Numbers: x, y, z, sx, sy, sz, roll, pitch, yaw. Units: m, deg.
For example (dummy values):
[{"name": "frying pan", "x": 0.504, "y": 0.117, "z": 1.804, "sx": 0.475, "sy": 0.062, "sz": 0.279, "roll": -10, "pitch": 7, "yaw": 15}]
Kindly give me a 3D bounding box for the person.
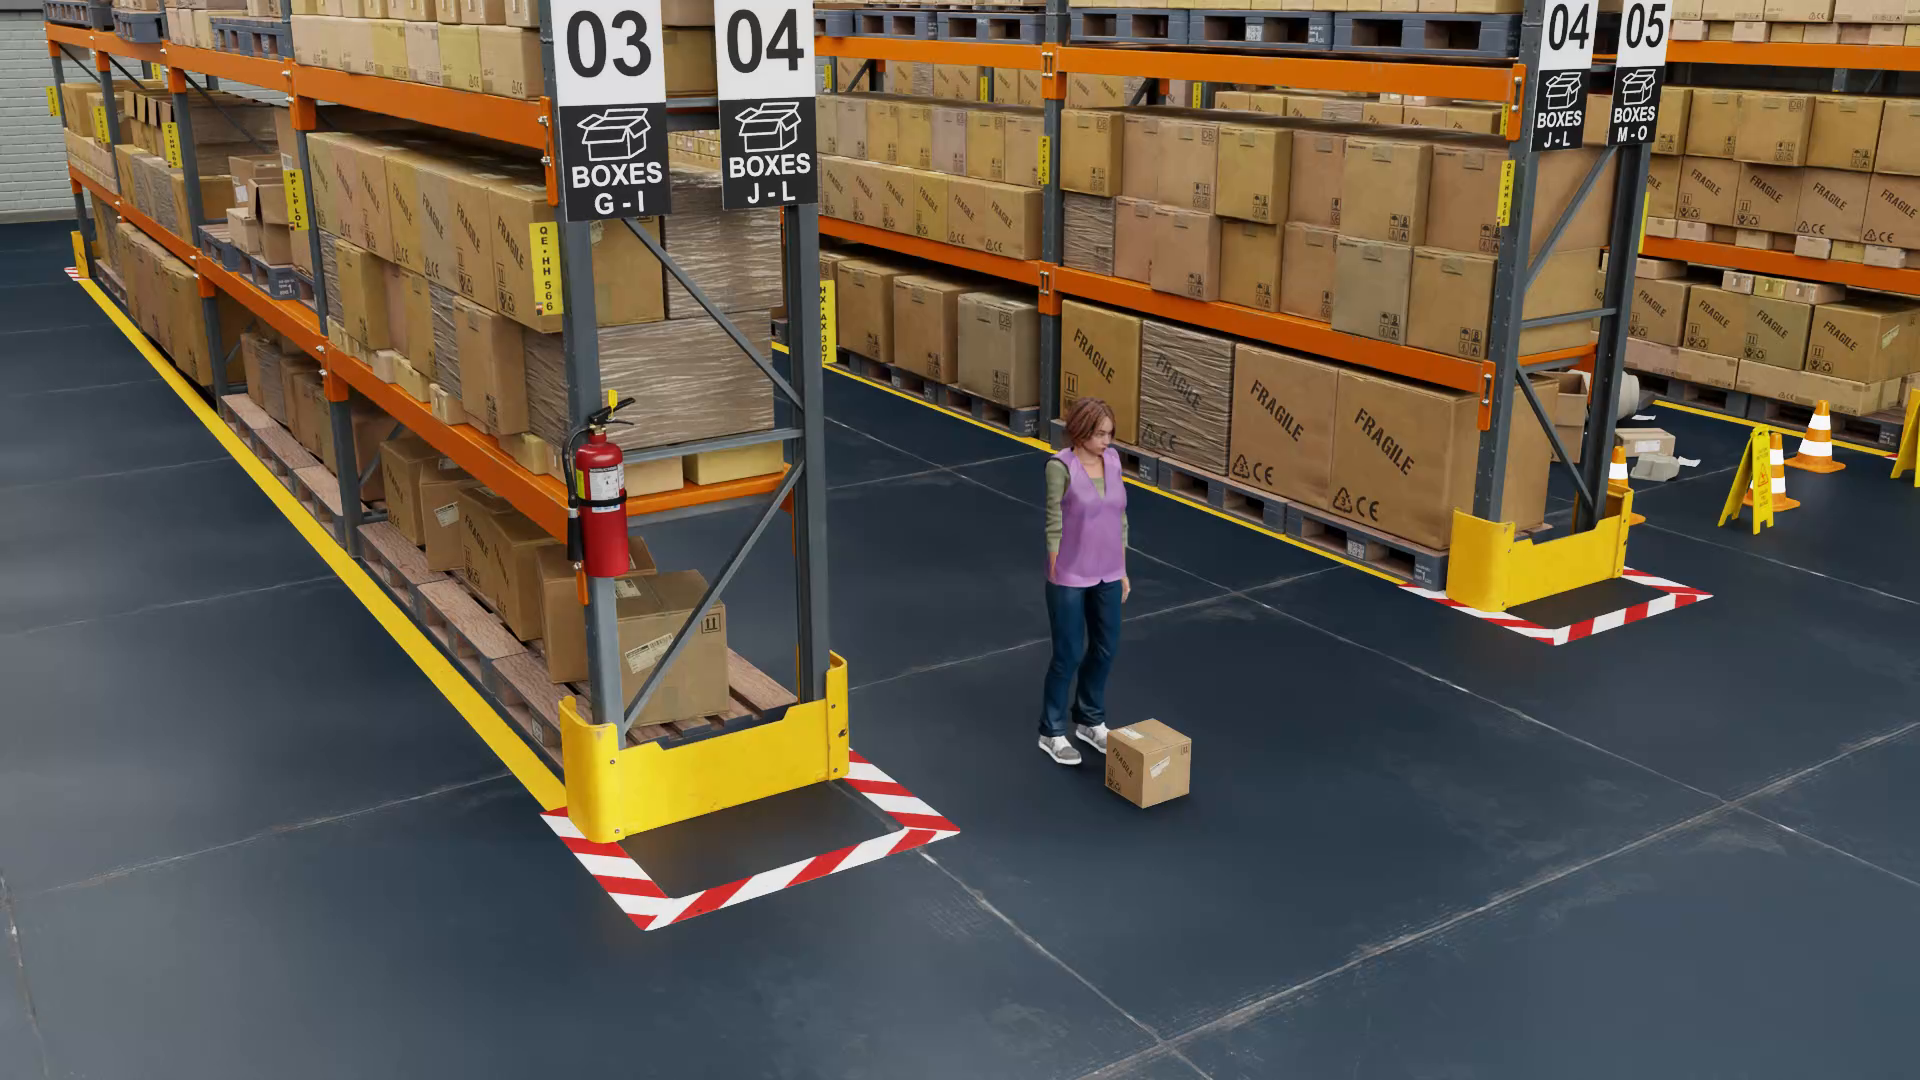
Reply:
[{"name": "person", "x": 0.542, "y": 0.168, "z": 7.088, "sx": 0.407, "sy": 1.589, "sz": 0.299, "roll": -11, "pitch": 21, "yaw": -30}]
